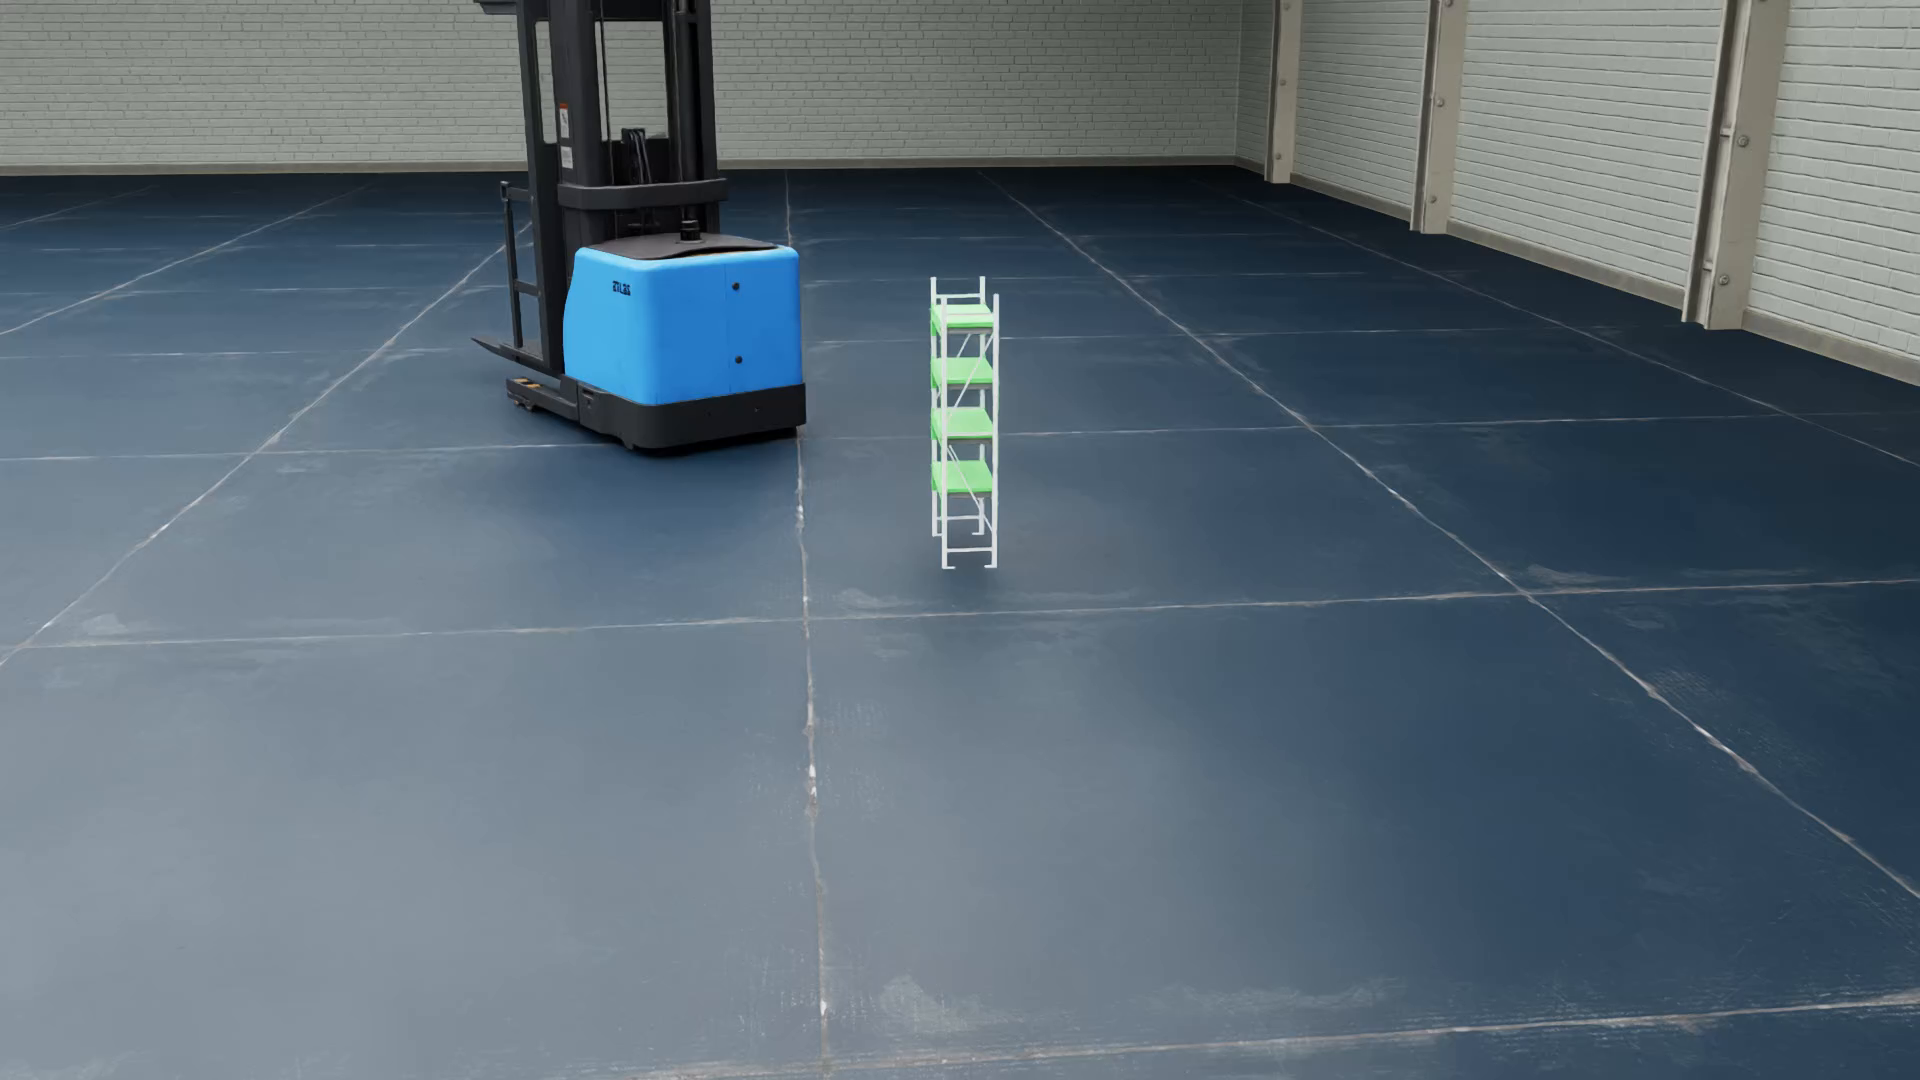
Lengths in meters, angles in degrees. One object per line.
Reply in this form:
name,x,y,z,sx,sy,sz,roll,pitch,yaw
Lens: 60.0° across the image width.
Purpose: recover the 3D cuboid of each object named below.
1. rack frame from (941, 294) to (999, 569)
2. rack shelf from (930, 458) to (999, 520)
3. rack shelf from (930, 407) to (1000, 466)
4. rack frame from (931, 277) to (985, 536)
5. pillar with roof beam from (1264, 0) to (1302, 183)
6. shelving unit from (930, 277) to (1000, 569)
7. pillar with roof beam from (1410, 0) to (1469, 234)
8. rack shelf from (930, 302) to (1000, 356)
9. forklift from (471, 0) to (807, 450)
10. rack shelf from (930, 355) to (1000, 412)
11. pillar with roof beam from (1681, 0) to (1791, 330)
rack frame,0.042,-0.450,7.109,0.240,1.200,0.015,-2,18,-6
rack shelf,0.017,-0.233,7.431,0.258,0.148,0.480,-2,18,-6
rack shelf,0.017,-0.462,7.359,0.258,0.148,0.480,-2,18,-6
rack frame,-0.008,-0.596,7.572,0.240,1.200,0.015,-2,18,-6
pillar with roof beam,0.392,-9.426,22.678,9.100,9.000,0.400,-2,18,-6
shelving unit,0.017,-0.523,7.340,0.258,1.200,0.503,-2,18,-6
pillar with roof beam,1.011,-7.639,16.984,9.100,9.000,0.400,-2,18,-6
rack shelf,0.017,-0.920,7.216,0.258,0.148,0.480,-2,18,-6
forklift,-2.169,-2.270,10.016,1.130,2.935,3.031,-13,21,-35
rack shelf,0.017,-0.691,7.288,0.258,0.148,0.480,-2,18,-6
pillar with roof beam,1.629,-5.851,11.290,9.100,9.000,0.400,-2,18,-6
